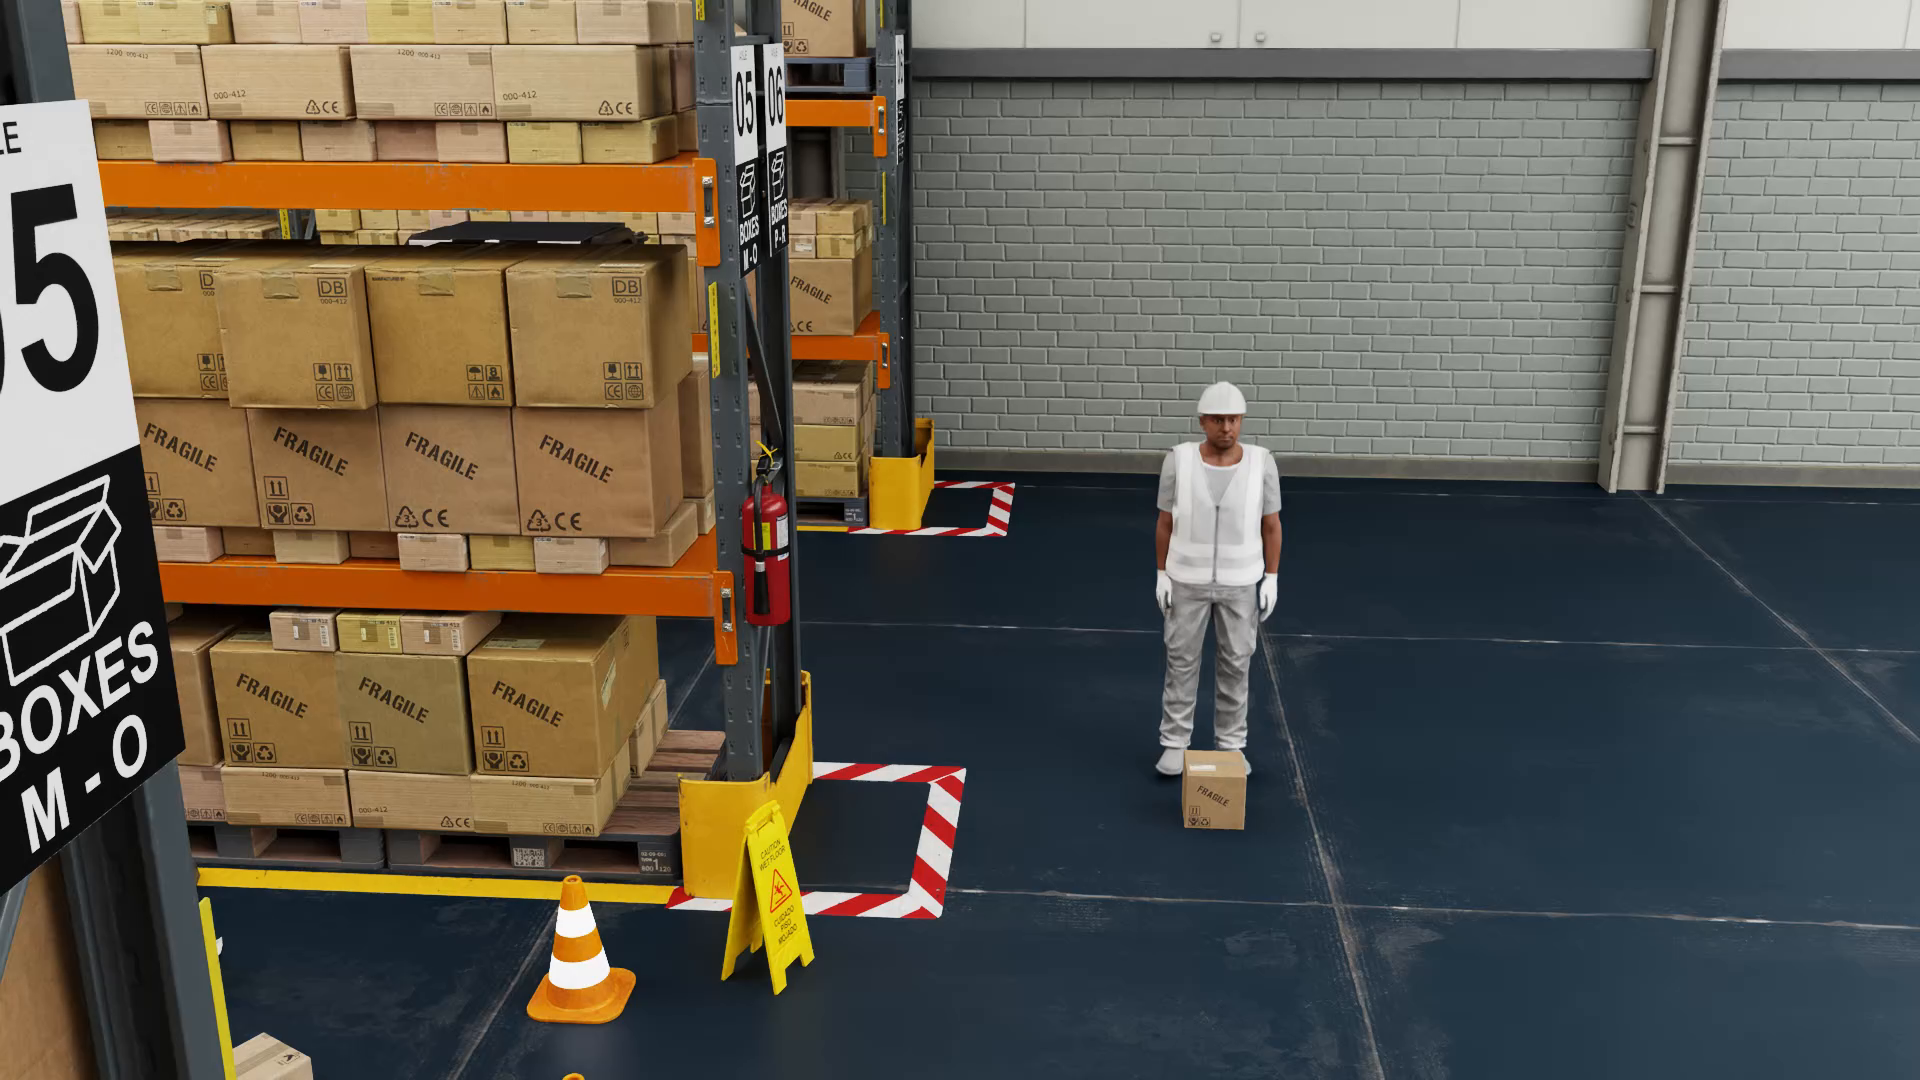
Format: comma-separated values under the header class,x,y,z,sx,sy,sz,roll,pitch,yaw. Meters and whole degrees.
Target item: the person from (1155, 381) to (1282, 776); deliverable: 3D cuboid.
class,x,y,z,sx,sy,sz,roll,pitch,yaw
person,1.138,0.182,7.380,0.548,1.785,0.362,2,17,7
